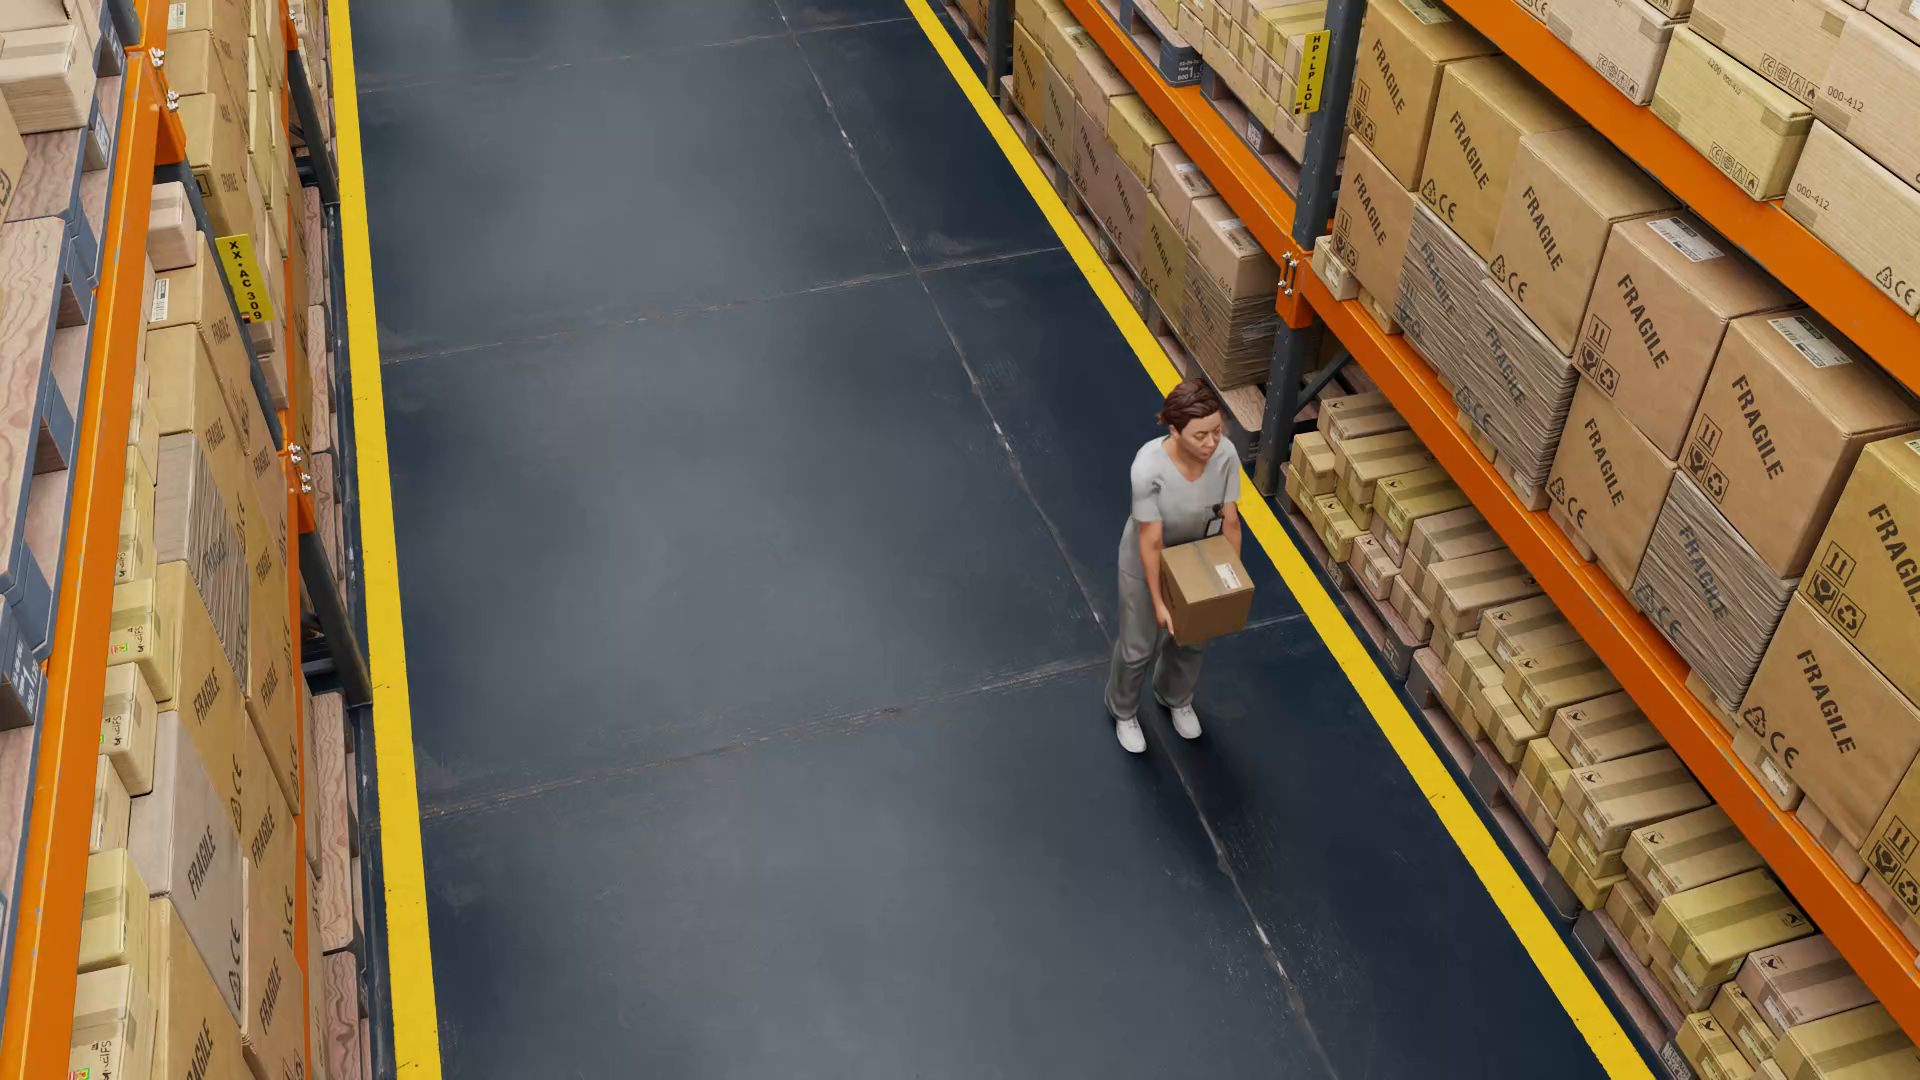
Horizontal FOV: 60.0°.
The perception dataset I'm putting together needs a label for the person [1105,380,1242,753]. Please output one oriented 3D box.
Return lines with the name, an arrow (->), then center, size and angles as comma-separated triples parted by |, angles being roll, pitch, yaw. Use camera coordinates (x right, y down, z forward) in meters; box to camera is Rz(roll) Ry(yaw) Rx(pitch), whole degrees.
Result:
person -> 0.797, 0.147, 6.012 | 0.411, 1.666, 0.505 | -13, 44, -14
